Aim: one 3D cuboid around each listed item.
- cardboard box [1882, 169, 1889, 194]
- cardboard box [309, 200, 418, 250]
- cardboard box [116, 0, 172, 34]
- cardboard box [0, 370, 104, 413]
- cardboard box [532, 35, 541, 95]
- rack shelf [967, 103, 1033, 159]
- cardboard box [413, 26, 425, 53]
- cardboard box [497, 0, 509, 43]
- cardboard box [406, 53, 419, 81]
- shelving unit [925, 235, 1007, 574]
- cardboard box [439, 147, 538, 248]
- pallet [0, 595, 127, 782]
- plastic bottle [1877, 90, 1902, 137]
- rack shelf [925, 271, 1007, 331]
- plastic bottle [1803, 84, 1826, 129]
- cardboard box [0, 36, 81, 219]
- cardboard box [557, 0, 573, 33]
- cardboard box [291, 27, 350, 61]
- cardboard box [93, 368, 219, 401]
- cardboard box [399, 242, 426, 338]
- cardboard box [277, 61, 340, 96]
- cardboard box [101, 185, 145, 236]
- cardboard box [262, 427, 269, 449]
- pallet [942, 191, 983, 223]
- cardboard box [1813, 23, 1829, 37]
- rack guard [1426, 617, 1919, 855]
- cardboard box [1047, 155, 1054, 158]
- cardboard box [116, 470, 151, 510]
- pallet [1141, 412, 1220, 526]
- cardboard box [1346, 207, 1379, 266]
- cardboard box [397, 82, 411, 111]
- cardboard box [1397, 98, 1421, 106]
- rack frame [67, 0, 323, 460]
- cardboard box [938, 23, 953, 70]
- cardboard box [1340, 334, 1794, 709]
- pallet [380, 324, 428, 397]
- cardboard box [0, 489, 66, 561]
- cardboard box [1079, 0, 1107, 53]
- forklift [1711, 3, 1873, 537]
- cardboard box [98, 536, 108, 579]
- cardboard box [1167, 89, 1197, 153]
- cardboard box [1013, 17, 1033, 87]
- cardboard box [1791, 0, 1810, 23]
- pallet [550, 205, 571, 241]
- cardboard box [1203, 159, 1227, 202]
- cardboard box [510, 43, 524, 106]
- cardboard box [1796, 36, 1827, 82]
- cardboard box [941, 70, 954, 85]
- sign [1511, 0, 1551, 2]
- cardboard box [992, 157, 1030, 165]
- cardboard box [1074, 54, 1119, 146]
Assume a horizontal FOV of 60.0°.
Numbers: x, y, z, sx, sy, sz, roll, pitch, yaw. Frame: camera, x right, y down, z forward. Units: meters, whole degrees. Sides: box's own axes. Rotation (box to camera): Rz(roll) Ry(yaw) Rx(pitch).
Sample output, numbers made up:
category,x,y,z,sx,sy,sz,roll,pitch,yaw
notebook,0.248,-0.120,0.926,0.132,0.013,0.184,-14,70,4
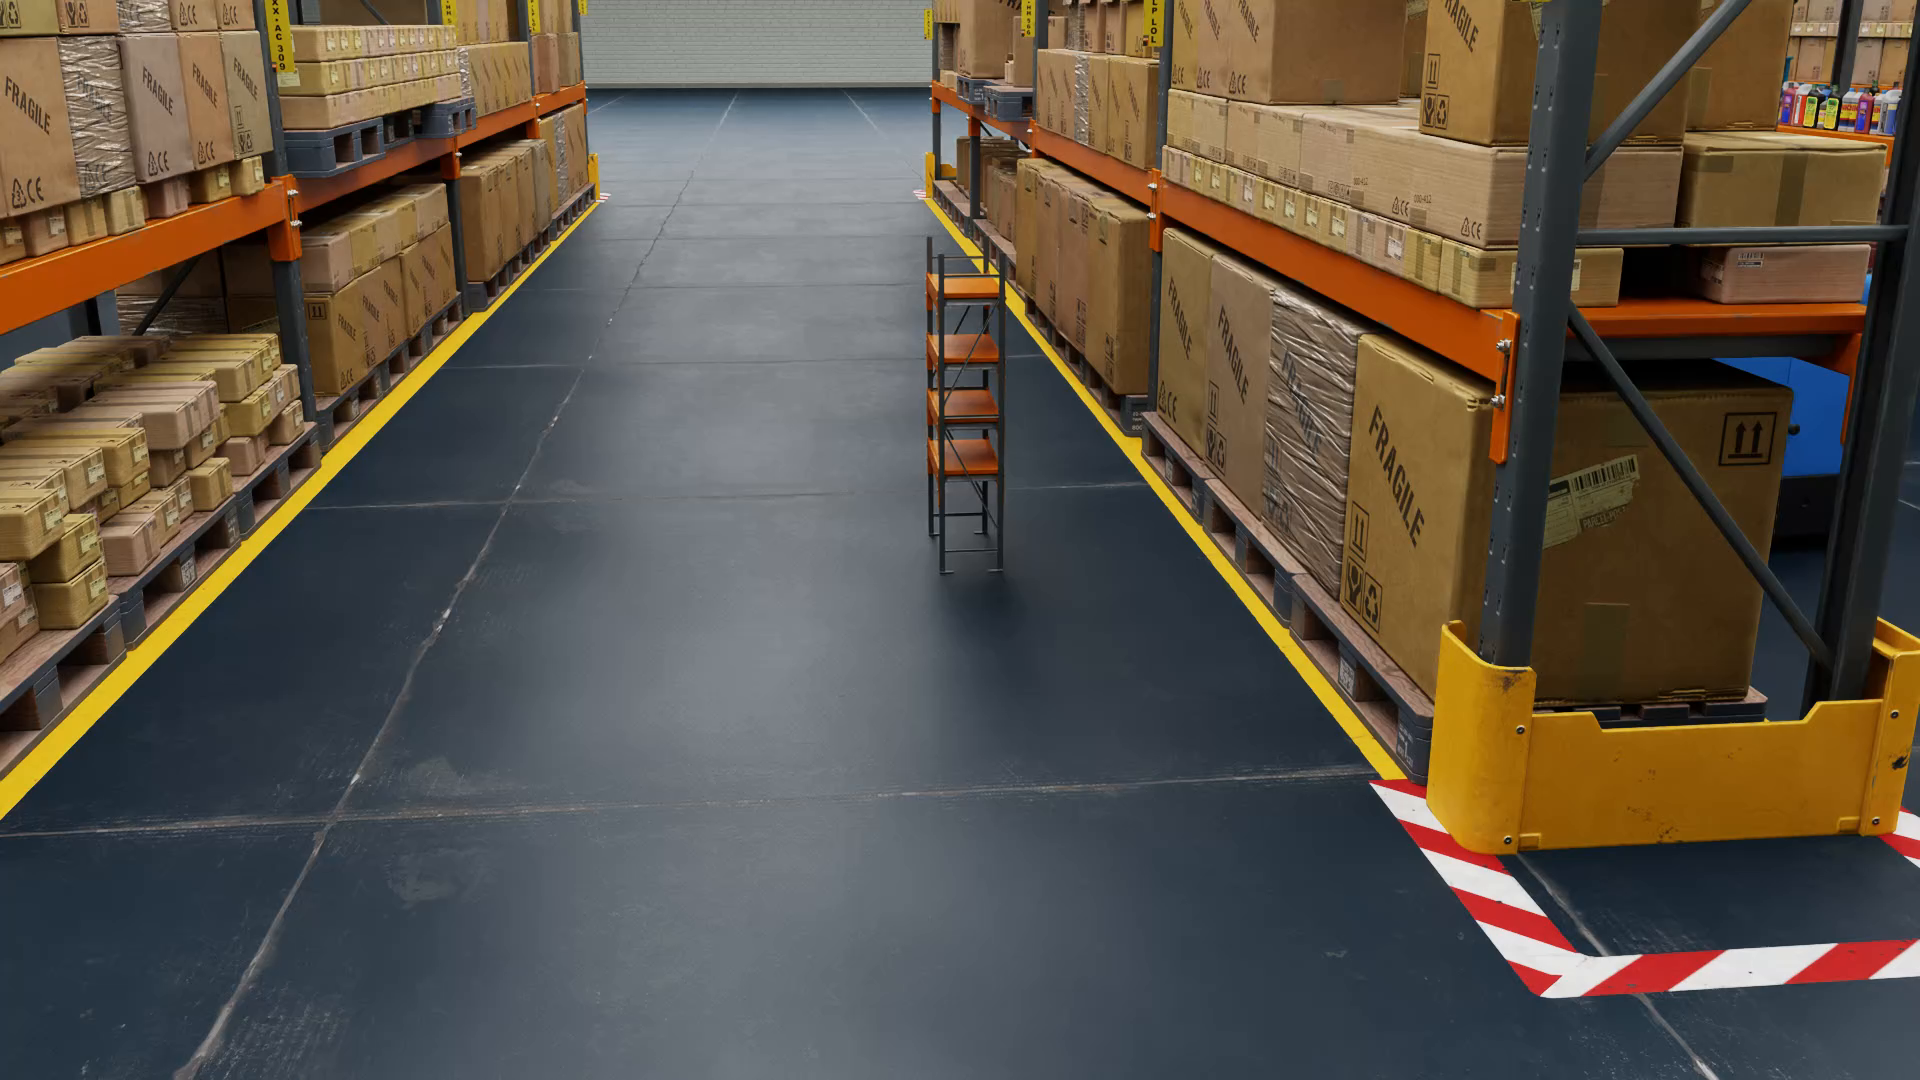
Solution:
category,x,y,z,sx,sy,sz,roll,pitch,yaw
cardboard box,10.142,-3.766,17.553,0.500,0.250,0.500,-2,18,-6
cardboard box,-3.505,-1.845,9.765,0.500,0.250,0.500,-1,17,-4
cardboard box,-3.109,-2.013,5.749,0.500,0.500,0.500,-1,17,-4
cardboard box,-3.600,-0.565,6.535,0.380,0.149,0.250,-2,18,-7
cardboard box,-4.478,-4.513,15.793,0.875,0.550,0.550,-2,18,-6
rack shelf,0.801,-3.352,13.549,1.077,0.370,4.000,-2,18,-6
cardboard box,-3.329,-2.905,9.647,0.380,0.149,0.250,-2,18,-6
cardboard box,-4.292,-4.545,14.311,0.700,0.500,0.500,-2,18,-7
cardboard box,-3.297,-2.682,9.433,0.380,0.149,0.250,-1,17,-4
shelving unit,0.017,-0.523,6.340,0.258,1.200,0.503,-2,18,-6
cardboard box,-4.100,-2.826,13.725,1.050,0.750,0.750,-2,18,-6
pallet,-3.168,0.471,4.823,1.003,0.211,1.213,-2,18,-6
plastic bottle,5.800,-2.642,10.290,0.152,0.276,0.135,-2,18,-6
rack shelf,0.017,-0.898,6.223,0.258,0.148,0.480,-2,18,-6
plastic bottle,5.673,-2.879,11.035,0.061,0.283,0.133,-2,18,-6
cardboard box,-3.001,-1.230,4.924,0.500,0.500,0.500,-2,17,-5
cardboard box,-4.613,-5.674,17.690,0.875,0.550,0.550,-2,18,-6
cardboard box,-3.142,-2.364,7.923,0.380,0.149,0.250,-1,17,-4
cardboard box,-3.180,-0.582,6.590,0.380,0.149,0.250,-1,17,-4
cardboard box,-3.488,-1.485,9.870,0.500,0.500,0.500,-3,18,-8
cardboard box,-3.107,-2.139,7.704,0.380,0.149,0.250,-1,17,-5
cardboard box,-3.029,-1.124,5.668,0.380,0.149,0.250,-1,17,-5
cardboard box,-3.201,-0.439,7.125,0.380,0.149,0.250,-1,17,-4
pallet,0.362,-3.524,17.551,1.003,0.211,1.213,-2,18,-6
cardboard box,9.941,-5.794,18.874,0.380,0.149,0.250,-2,18,-6
rack guard,1.835,0.483,4.303,1.175,0.500,0.348,-2,18,-6
cardboard box,0.844,-2.831,12.874,0.500,0.250,0.500,0,17,1
cardboard box,-3.123,-0.209,5.897,0.380,0.149,0.250,-1,17,-3
pallet,1.421,-0.349,7.435,1.003,0.211,1.213,-2,18,-6
cardboard box,1.390,-0.919,5.017,0.380,0.149,0.250,-1,17,-5
cardboard box,-3.270,-2.461,9.227,0.380,0.149,0.250,-3,18,-8
cardboard box,1.835,-1.549,6.356,0.500,0.250,0.500,-1,17,-5
rack frame,-3.524,-1.785,7.355,1.000,3.000,0.127,-2,18,-6
cardboard box,0.212,-5.508,18.551,0.875,0.500,0.500,-2,18,-6
cardboard box,1.687,-0.091,4.806,0.875,0.875,0.875,-2,18,-6
pallet,-3.735,-1.051,9.672,1.003,0.211,1.213,-2,18,-6
cardboard box,-2.874,-0.041,4.866,0.380,0.149,0.250,-2,18,-6
cardboard box,1.131,-3.214,10.064,0.797,0.503,0.637,-1,17,-4
forklift,2.815,-1.781,7.458,1.130,2.935,3.031,-4,18,-12
cardboard box,-3.026,0.099,5.413,0.380,0.149,0.250,-2,18,-5
cardboard box,1.208,-1.830,7.253,0.500,0.250,0.500,-2,18,-7
cardboard box,0.755,-3.671,12.493,0.700,0.500,0.500,1,17,3
cardboard box,10.077,-6.300,19.402,0.700,0.500,0.500,-2,18,-5
pallet,-4.350,-3.067,16.094,1.003,0.211,1.213,-2,18,-6
cardboard box,1.204,-1.455,6.722,0.380,0.149,0.250,-2,18,-7
cardboard box,-3.977,-3.918,13.983,0.500,0.500,0.500,-2,18,-6
cardboard box,10.131,-5.540,19.149,0.700,0.500,0.500,-1,17,-4
cardboard box,-0.008,-5.121,18.401,0.380,0.149,0.250,-2,18,-6
sign,1.292,-1.369,3.702,0.100,0.325,0.005,-2,18,-6
cardboard box,0.594,-3.420,16.034,0.500,0.500,0.500,-2,18,-7
cardboard box,0.948,-2.539,9.590,0.500,0.500,0.500,-2,18,-5
